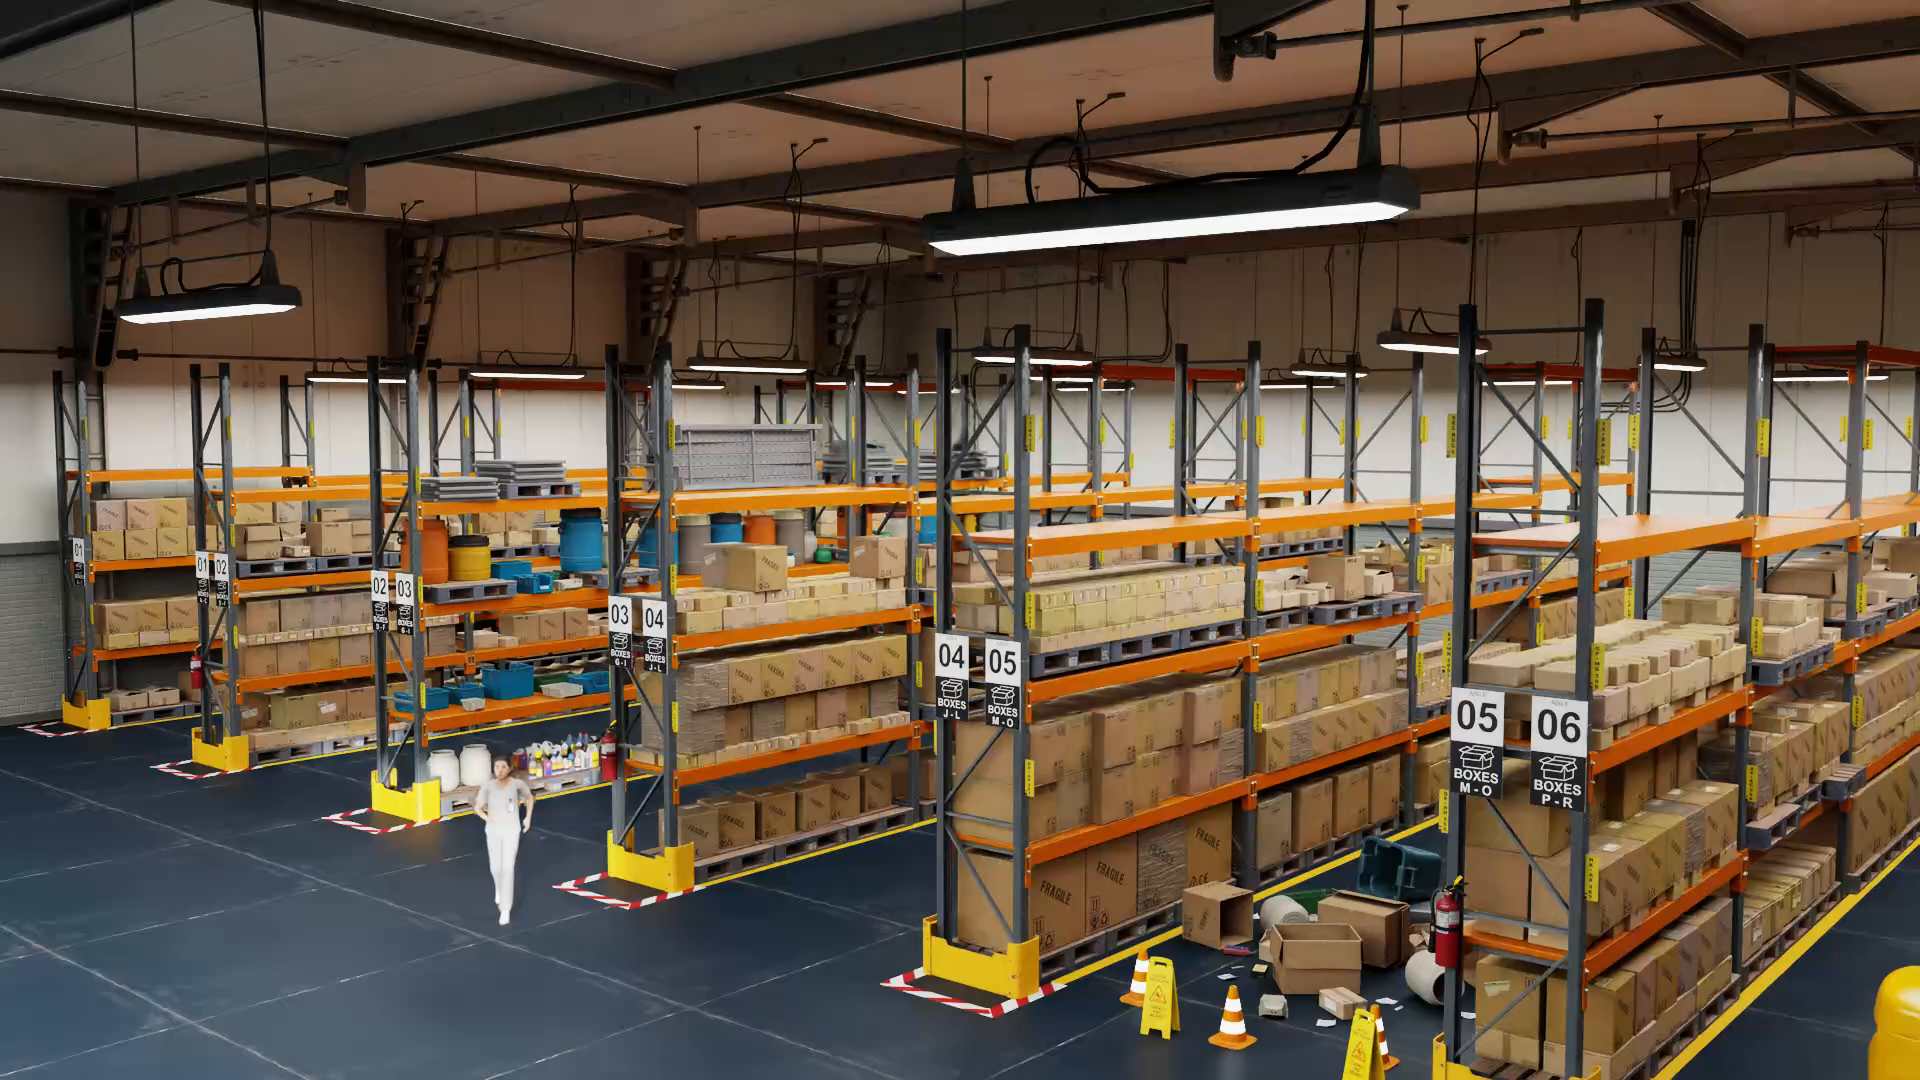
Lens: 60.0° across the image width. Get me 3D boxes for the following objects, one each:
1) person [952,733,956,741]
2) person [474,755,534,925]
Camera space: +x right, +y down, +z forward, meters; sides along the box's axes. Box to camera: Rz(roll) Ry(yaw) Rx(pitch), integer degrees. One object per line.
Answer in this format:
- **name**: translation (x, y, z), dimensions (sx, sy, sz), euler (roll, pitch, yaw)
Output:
- **person**: translation (-0.272, 2.509, 25.198), dimensions (0.565, 1.627, 0.559), euler (3, 5, 36)
- **person**: translation (-4.763, 3.075, 17.378), dimensions (0.586, 1.686, 0.851), euler (-1, 4, -9)
